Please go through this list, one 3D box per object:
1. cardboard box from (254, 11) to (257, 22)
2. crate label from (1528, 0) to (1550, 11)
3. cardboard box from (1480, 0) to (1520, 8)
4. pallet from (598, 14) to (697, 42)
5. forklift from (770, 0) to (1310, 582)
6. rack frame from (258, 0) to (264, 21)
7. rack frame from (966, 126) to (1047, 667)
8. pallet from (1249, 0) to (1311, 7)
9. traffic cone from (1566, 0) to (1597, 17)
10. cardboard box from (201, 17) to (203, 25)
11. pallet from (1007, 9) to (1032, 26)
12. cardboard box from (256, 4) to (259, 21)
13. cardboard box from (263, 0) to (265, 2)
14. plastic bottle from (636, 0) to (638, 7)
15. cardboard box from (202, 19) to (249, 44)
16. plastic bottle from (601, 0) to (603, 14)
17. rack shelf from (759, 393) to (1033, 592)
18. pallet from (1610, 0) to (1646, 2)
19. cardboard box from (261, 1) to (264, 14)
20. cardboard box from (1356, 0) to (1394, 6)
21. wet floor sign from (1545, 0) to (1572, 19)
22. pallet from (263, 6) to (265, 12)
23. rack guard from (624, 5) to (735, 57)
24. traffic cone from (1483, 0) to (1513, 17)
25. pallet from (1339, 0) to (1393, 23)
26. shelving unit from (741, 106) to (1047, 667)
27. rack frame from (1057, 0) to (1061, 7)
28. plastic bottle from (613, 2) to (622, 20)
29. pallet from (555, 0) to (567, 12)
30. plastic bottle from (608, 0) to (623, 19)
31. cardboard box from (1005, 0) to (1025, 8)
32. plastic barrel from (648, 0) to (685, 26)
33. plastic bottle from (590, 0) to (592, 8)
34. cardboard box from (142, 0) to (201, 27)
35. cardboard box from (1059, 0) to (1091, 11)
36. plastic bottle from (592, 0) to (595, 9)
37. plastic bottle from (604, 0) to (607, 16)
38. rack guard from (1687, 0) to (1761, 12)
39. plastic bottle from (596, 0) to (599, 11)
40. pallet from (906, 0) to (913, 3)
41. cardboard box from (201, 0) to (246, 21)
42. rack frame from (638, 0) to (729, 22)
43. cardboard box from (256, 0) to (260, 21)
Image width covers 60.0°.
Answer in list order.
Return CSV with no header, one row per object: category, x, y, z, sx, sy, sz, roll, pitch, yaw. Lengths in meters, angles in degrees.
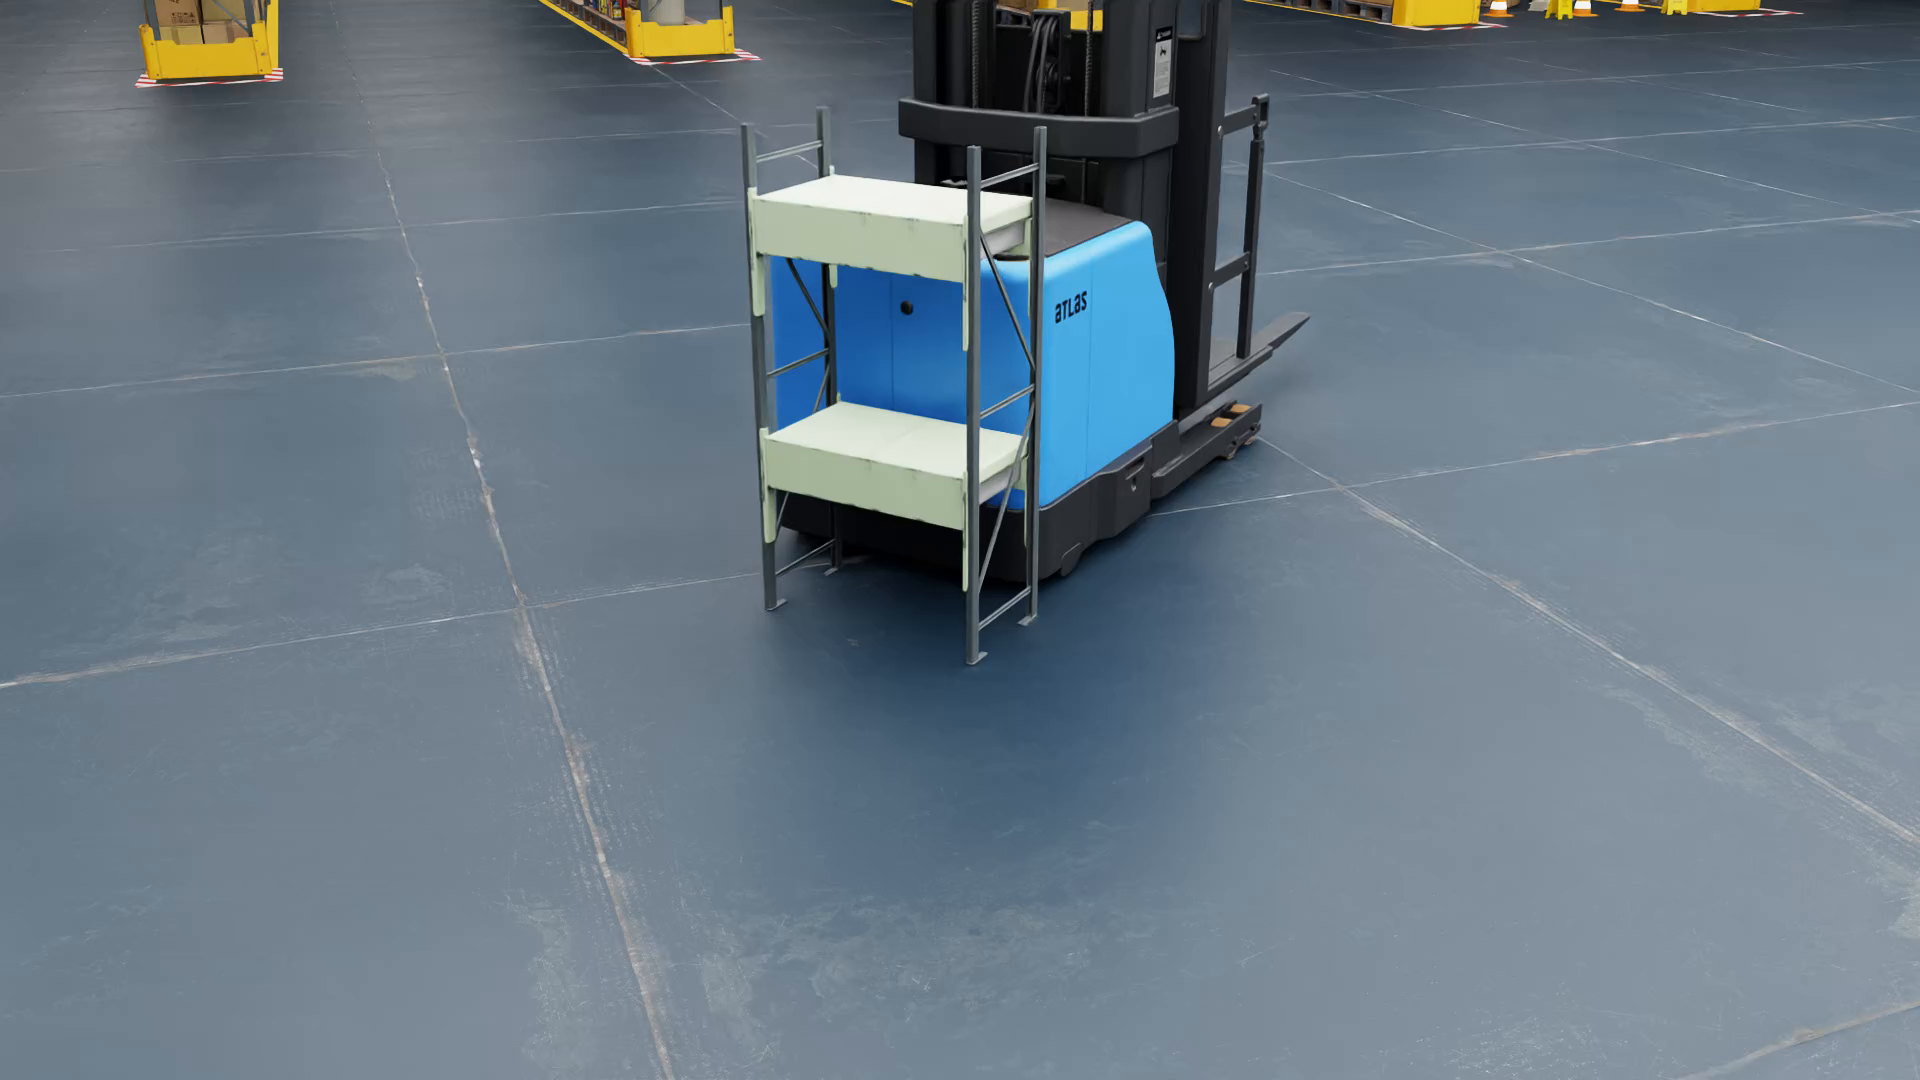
cardboard box,-8.048,-5.692,18.393,0.500,0.250,0.500,-8,24,-19
crate label,8.217,-7.557,23.502,0.298,0.136,0.250,18,29,36
cardboard box,7.841,-8.036,24.167,0.637,0.503,0.797,12,26,27
pallet,-3.855,-6.331,20.498,1.003,0.211,1.213,-8,24,-19
forklift,0.552,-1.745,6.117,1.130,2.935,3.031,13,26,28
rack frame,-9.123,-7.631,19.993,1.000,3.000,0.127,-8,24,-19
rack frame,0.129,-0.388,4.740,0.023,1.500,0.400,13,26,28
pallet,5.017,-8.061,24.603,1.003,0.211,1.213,-8,24,-19
traffic cone,8.553,-7.430,22.781,0.336,0.463,0.334,-8,24,-19
cardboard box,-8.364,-5.438,17.791,0.500,0.250,0.500,-8,24,-19
pallet,1.278,-6.578,21.085,1.003,0.211,1.213,-8,24,-19
cardboard box,-8.397,-6.056,19.256,0.500,0.250,0.500,-8,24,-19
cardboard box,-9.578,-7.297,22.200,0.500,0.250,0.500,-8,24,-18
plastic bottle,-4.126,-7.077,21.523,0.144,0.351,0.185,-8,24,-19
cardboard box,-7.691,-5.329,17.532,0.500,0.250,0.500,-8,24,-19
plastic bottle,-4.446,-6.698,20.815,0.097,0.201,0.097,0,23,0
rack shelf,-0.186,-0.160,5.038,0.720,0.370,0.431,13,26,28
pallet,10.122,-8.380,25.361,1.003,0.211,1.213,-8,24,-19
cardboard box,-9.034,-6.738,20.874,0.500,0.250,0.500,-9,24,-20
cardboard box,5.933,-7.631,22.188,0.875,0.875,0.875,-8,24,-19
wet floor sign,8.097,-7.356,22.371,0.267,0.644,0.232,-13,26,-28
pallet,-10.282,-7.495,23.261,1.003,0.211,1.213,-8,24,-19
rack guard,-3.146,-5.725,18.690,1.175,0.500,0.348,-8,24,-19
traffic cone,7.376,-7.398,22.707,0.336,0.463,0.334,-8,24,-19
pallet,5.879,-7.174,22.499,1.003,0.211,1.213,-8,24,-19
shelving unit,-0.186,-0.461,4.912,0.755,1.500,0.431,13,26,28
rack frame,1.559,-7.535,19.766,1.000,3.000,0.127,-8,24,-19
plastic bottle,-4.134,-6.376,20.053,0.097,0.201,0.097,0,23,0
pallet,-5.236,-7.748,23.862,1.003,0.211,1.213,-8,24,-19
plastic bottle,-4.197,-6.506,20.264,0.152,0.276,0.135,-8,24,-19
cardboard box,0.907,-7.249,21.764,0.500,0.500,0.500,-6,24,-14
plastic barrel,-3.379,-6.132,19.098,0.421,0.512,0.421,0,23,0
plastic bottle,-4.750,-7.010,21.555,0.097,0.201,0.097,0,23,0
cardboard box,-8.178,-5.604,17.217,0.500,0.500,0.500,-8,24,-19
cardboard box,1.354,-6.806,20.714,0.500,0.500,0.500,-4,23,-9
plastic bottle,-4.646,-6.967,21.359,0.152,0.276,0.135,-7,24,-17
plastic bottle,-4.308,-6.650,20.511,0.144,0.351,0.185,-7,24,-17
rack guard,10.803,-7.771,23.543,1.175,0.500,0.348,-8,24,-19
plastic bottle,-4.524,-6.873,21.038,0.144,0.351,0.185,-9,25,-21
pallet,-0.131,-7.987,24.427,1.003,0.211,1.213,-8,24,-19
cardboard box,-7.870,-5.856,17.817,0.500,0.500,0.500,-8,24,-19
rack frame,-3.075,-6.856,18.154,1.000,3.000,0.127,-8,24,-19
cardboard box,-8.755,-6.419,20.117,0.500,0.250,0.500,-8,24,-19
